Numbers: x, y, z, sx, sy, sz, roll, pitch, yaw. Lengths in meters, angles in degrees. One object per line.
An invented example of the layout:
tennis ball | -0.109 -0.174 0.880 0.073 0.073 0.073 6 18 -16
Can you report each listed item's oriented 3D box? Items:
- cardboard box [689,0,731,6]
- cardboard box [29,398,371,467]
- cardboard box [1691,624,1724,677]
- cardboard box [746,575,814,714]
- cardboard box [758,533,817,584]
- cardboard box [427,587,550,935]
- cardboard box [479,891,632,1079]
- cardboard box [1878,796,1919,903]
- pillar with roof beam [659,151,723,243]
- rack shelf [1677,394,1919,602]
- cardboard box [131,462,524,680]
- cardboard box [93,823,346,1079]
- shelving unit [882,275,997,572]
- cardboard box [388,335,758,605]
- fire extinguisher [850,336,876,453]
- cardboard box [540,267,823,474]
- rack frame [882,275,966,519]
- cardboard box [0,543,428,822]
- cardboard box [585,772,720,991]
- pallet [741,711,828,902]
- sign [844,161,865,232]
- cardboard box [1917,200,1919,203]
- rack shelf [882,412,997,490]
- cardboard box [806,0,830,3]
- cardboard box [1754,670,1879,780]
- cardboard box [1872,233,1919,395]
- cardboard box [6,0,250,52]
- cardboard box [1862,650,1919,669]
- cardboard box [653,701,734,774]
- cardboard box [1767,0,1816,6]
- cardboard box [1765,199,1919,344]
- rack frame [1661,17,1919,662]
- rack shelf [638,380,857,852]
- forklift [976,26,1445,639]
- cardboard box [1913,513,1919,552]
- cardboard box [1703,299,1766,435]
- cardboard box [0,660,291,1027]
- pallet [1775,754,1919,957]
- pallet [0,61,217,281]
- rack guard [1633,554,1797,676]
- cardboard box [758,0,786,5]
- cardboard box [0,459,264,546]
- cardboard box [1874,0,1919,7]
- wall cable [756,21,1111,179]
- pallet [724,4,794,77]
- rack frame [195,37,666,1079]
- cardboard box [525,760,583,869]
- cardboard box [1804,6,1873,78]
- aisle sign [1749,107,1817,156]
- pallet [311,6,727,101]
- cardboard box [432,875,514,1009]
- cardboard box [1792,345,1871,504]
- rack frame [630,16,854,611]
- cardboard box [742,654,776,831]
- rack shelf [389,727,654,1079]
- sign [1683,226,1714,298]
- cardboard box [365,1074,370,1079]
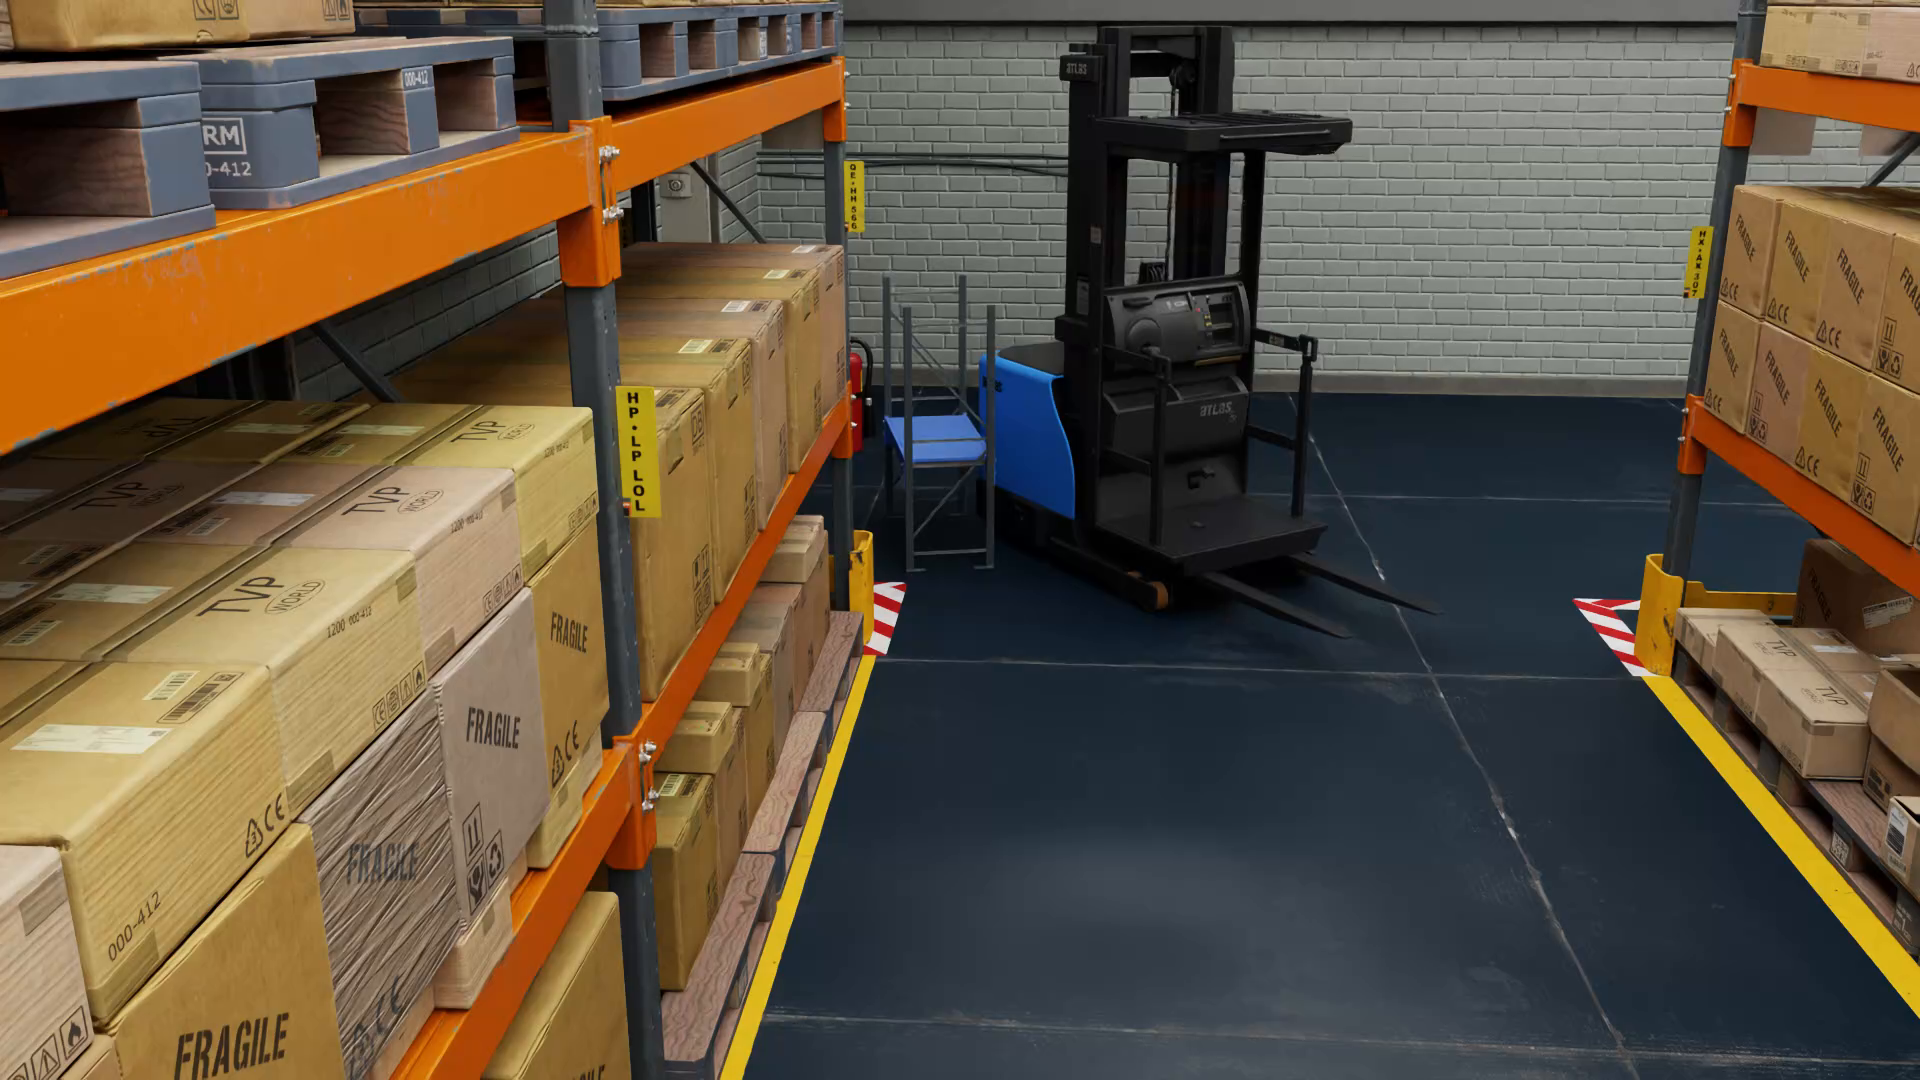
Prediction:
cardboard box | -0.958 -1.675 4.807 0.500 0.250 0.500 1 18 3
cardboard box | -1.614 -0.125 3.613 0.500 0.250 0.500 2 18 6
cardboard box | 3.516 0.497 7.433 0.380 0.166 0.250 1 18 4
cardboard box | -1.021 0.414 7.184 0.700 0.500 0.500 1 18 4
cardboard box | -0.830 0.073 7.180 0.380 0.149 0.250 2 18 5
cardboard box | -1.130 0.402 3.209 0.500 0.500 0.500 1 18 4
cardboard box | -1.238 1.319 3.857 0.750 0.750 0.750 1 18 5
cardboard box | 3.431 1.054 5.499 0.500 0.311 0.500 1 18 4
pillar with roof beam | 2.590 -4.562 9.395 9.100 9.000 0.400 1 18 4
rack shelf | 3.763 0.123 5.887 1.077 0.370 4.000 1 18 4
cardboard box | -1.146 0.047 3.087 0.500 0.250 0.500 2 18 5
cardboard box | -1.205 0.713 2.260 0.500 0.500 0.500 2 18 5
shelving unit | -0.135 -0.703 9.660 0.538 1.500 1.048 -3 18 -8
cardboard box | -1.208 -0.245 5.371 0.980 0.700 0.700 1 18 3
fire extinguisher | -0.564 -0.772 8.186 0.296 0.674 0.183 1 18 4
cardboard box | -1.102 -0.707 6.783 0.980 0.700 0.700 1 18 3
rack frame | -0.212 -0.860 10.138 0.500 1.500 0.032 -3 18 -8
cardboard box | -1.183 0.206 2.604 0.500 0.250 0.500 2 18 5
cardboard box | -1.166 1.051 5.239 0.700 0.500 0.500 2 18 5
pallet | -1.104 1.003 6.522 1.003 0.211 1.213 1 18 4
sign | -0.494 -1.596 7.737 0.100 0.325 0.005 1 18 4
cardboard box | 4.113 -1.062 6.580 0.500 0.500 0.500 2 18 5
rack shelf | -0.135 -0.532 9.716 0.538 0.185 1.000 -3 18 -8
cardboard box | -0.822 -2.318 6.767 0.500 0.250 0.500 2 18 6
cardboard box | 3.513 0.730 6.586 0.500 0.250 0.500 1 18 4
cardboard box | 3.505 -0.755 5.645 0.500 0.500 0.500 1 18 3
cardboard box | -1.469 -0.944 2.303 0.700 0.500 0.500 1 18 3
cardboard box | 3.994 0.595 7.133 0.380 0.166 0.250 1 18 4
cardboard box | -0.959 0.640 5.450 0.380 0.149 0.250 2 18 6
cardboard box | 3.610 -2.278 6.680 0.500 0.250 0.500 1 18 4
cardboard box | 3.582 -1.069 6.600 0.500 0.500 0.500 1 18 4
rack frame | 3.906 -0.840 7.670 1.000 3.000 0.127 1 18 4
rack shelf | -1.178 0.013 6.221 1.077 0.370 4.000 1 18 4
forklift | 1.300 -1.176 8.806 1.130 2.935 3.031 -11 21 -30
cardboard box | 3.470 -0.126 5.331 0.500 0.500 0.500 2 18 5
cardboard box | 3.612 -0.756 7.252 0.500 0.500 0.500 2 18 5
cardboard box | -1.218 0.364 2.121 0.500 0.250 0.500 1 18 3
pallet | 3.755 1.134 6.124 1.003 0.211 1.213 1 18 4
pallet | -1.538 -0.349 1.658 1.003 0.211 1.213 2 18 6
rack guard | 3.901 0.371 7.988 1.175 0.500 0.348 1 18 4
cardboard box | -0.891 -1.994 5.780 0.500 0.250 0.500 1 18 2
cardboard box | -1.645 0.037 3.117 0.500 0.250 0.500 1 18 5
cardboard box | 3.538 -1.968 5.732 0.500 0.250 0.500 1 18 4
wall cable | -0.273 -4.074 12.890 3.097 2.526 0.112 1 18 4
pallet | -1.162 -1.722 5.688 1.003 0.211 1.213 1 18 4
rack frame | -1.321 0.293 4.213 1.000 3.000 0.127 1 18 4
cardboard box | -1.058 0.593 3.668 0.380 0.149 0.250 2 18 5
cardboard box | 3.567 -1.886 6.284 0.500 0.250 0.500 1 18 4
aisle sign | 3.618 -2.103 7.350 0.394 0.787 0.004 1 18 4
pallet | -1.252 -1.345 4.534 1.003 0.211 1.213 1 18 4
cardboard box | -1.082 0.755 3.172 0.380 0.149 0.250 1 18 4
cardboard box | 3.541 -0.440 6.287 0.500 0.500 0.500 1 18 4
rack frame | -1.035 -0.950 8.004 1.000 3.000 0.127 1 18 4
cardboard box | -1.087 0.736 6.201 0.700 0.500 0.500 2 18 5
rack shelf | -1.465 1.256 2.429 1.077 0.370 4.000 1 18 4
sign | 3.365 -1.264 7.572 0.100 0.325 0.005 1 18 4
cardboard box | -1.198 0.907 2.708 0.380 0.149 0.250 1 18 2
